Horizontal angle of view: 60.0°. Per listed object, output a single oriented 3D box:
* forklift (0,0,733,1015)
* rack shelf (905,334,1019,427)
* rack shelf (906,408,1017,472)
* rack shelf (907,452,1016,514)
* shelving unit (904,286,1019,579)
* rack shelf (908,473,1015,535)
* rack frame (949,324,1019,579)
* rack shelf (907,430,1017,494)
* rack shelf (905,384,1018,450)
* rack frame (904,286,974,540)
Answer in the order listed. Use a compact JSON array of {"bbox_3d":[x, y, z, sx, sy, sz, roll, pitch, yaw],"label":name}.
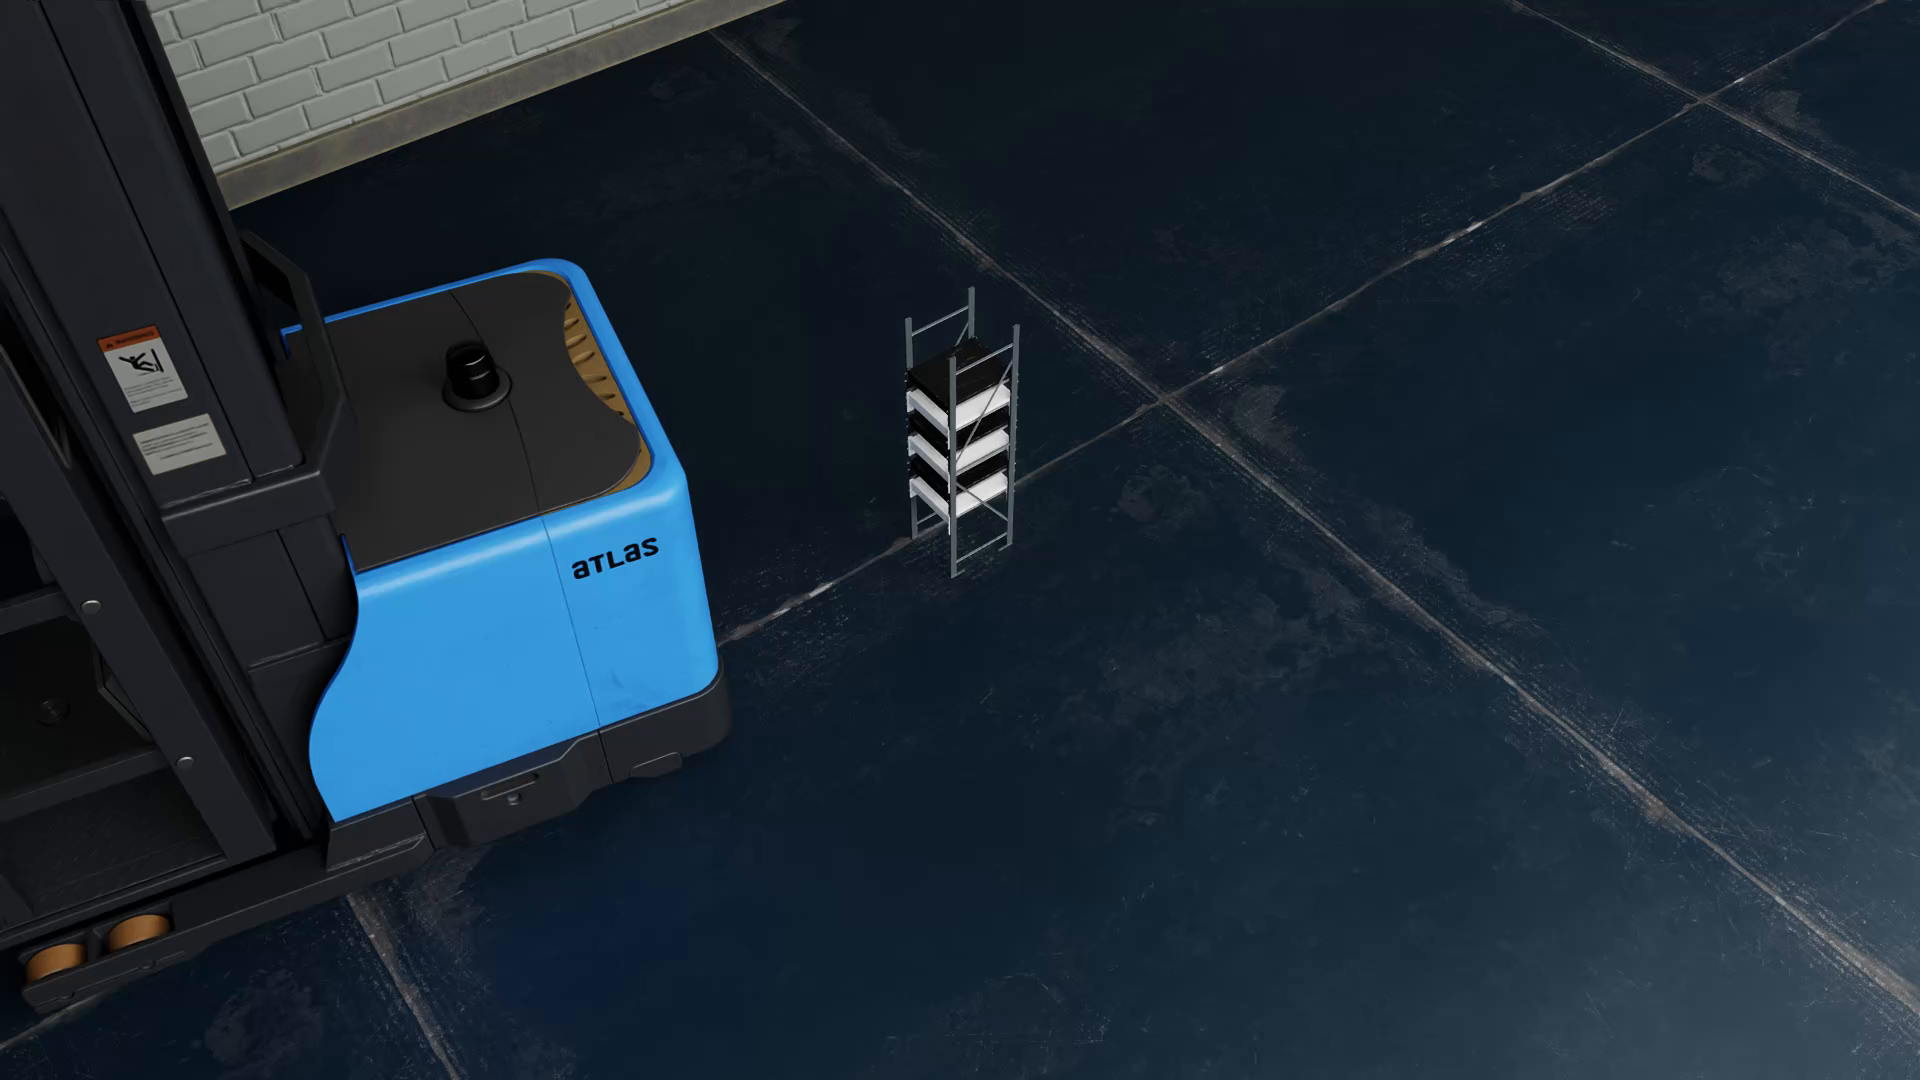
[{"bbox_3d":[-2.201,-0.265,3.512,3.031,2.935,1.130,-19,51,-17],"label":"forklift"},{"bbox_3d":[0.005,-0.456,4.737,0.258,0.077,0.200,-29,54,-24],"label":"rack shelf"},{"bbox_3d":[0.005,-0.336,4.870,0.258,0.077,0.200,-29,54,-24],"label":"rack shelf"},{"bbox_3d":[0.005,-0.215,5.004,0.258,0.077,0.200,-29,54,-24],"label":"rack shelf"},{"bbox_3d":[0.005,-0.297,4.912,0.258,0.900,0.210,-29,54,-24],"label":"shelving unit"},{"bbox_3d":[0.005,-0.154,5.070,0.258,0.077,0.200,-29,54,-24],"label":"rack shelf"},{"bbox_3d":[0.066,-0.237,4.858,0.240,0.900,0.006,-29,54,-24],"label":"rack frame"},{"bbox_3d":[0.005,-0.275,4.937,0.258,0.077,0.200,-29,54,-24],"label":"rack shelf"},{"bbox_3d":[0.005,-0.396,4.804,0.258,0.077,0.200,-29,54,-24],"label":"rack shelf"},{"bbox_3d":[-0.057,-0.357,4.967,0.240,0.900,0.006,-29,54,-24],"label":"rack frame"}]
